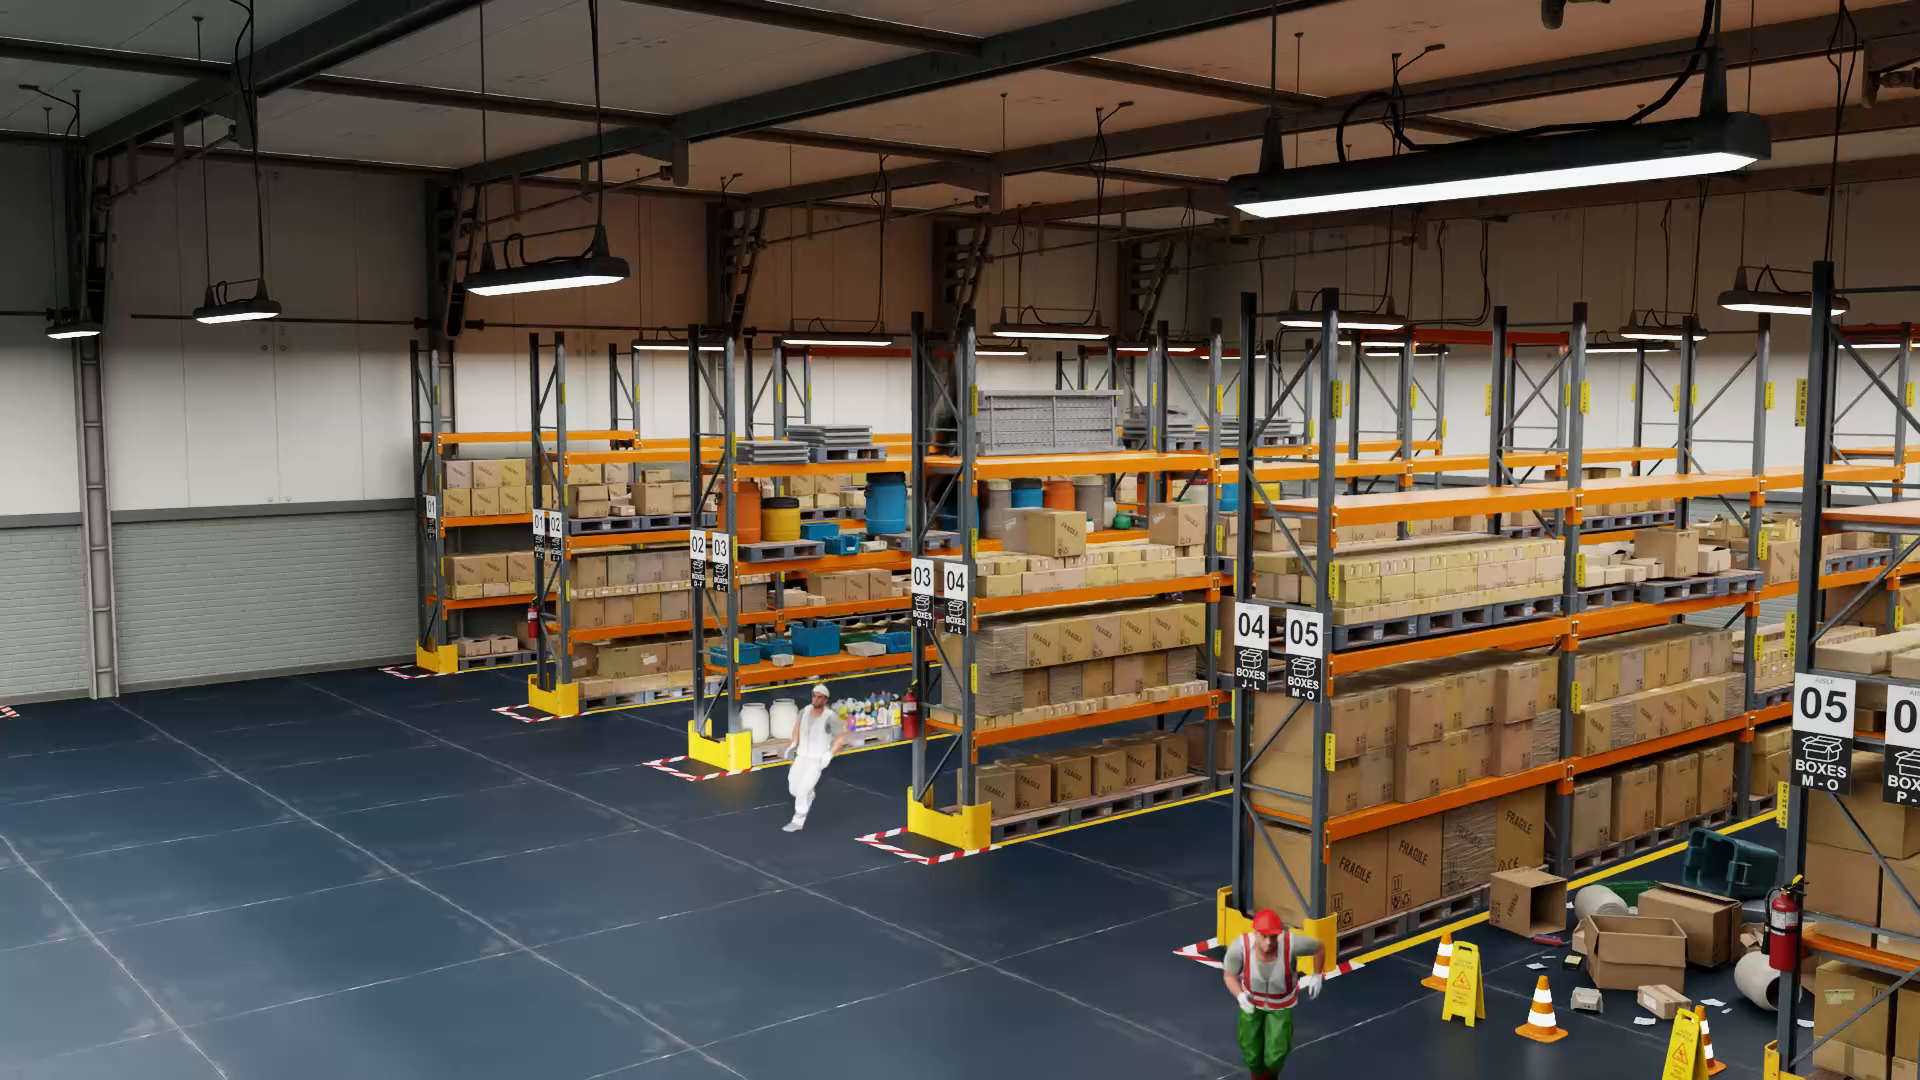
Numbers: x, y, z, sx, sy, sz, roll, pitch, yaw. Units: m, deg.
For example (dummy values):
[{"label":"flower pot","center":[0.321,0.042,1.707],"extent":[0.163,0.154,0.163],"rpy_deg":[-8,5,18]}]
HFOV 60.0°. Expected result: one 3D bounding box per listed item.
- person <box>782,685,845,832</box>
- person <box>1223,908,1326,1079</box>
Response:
[{"label":"person","center":[-1.680,2.524,19.329],"extent":[0.698,1.711,0.608],"rpy_deg":[3,6,25]},{"label":"person","center":[2.190,3.297,11.611],"extent":[0.696,1.603,0.830],"rpy_deg":[1,5,12]}]
